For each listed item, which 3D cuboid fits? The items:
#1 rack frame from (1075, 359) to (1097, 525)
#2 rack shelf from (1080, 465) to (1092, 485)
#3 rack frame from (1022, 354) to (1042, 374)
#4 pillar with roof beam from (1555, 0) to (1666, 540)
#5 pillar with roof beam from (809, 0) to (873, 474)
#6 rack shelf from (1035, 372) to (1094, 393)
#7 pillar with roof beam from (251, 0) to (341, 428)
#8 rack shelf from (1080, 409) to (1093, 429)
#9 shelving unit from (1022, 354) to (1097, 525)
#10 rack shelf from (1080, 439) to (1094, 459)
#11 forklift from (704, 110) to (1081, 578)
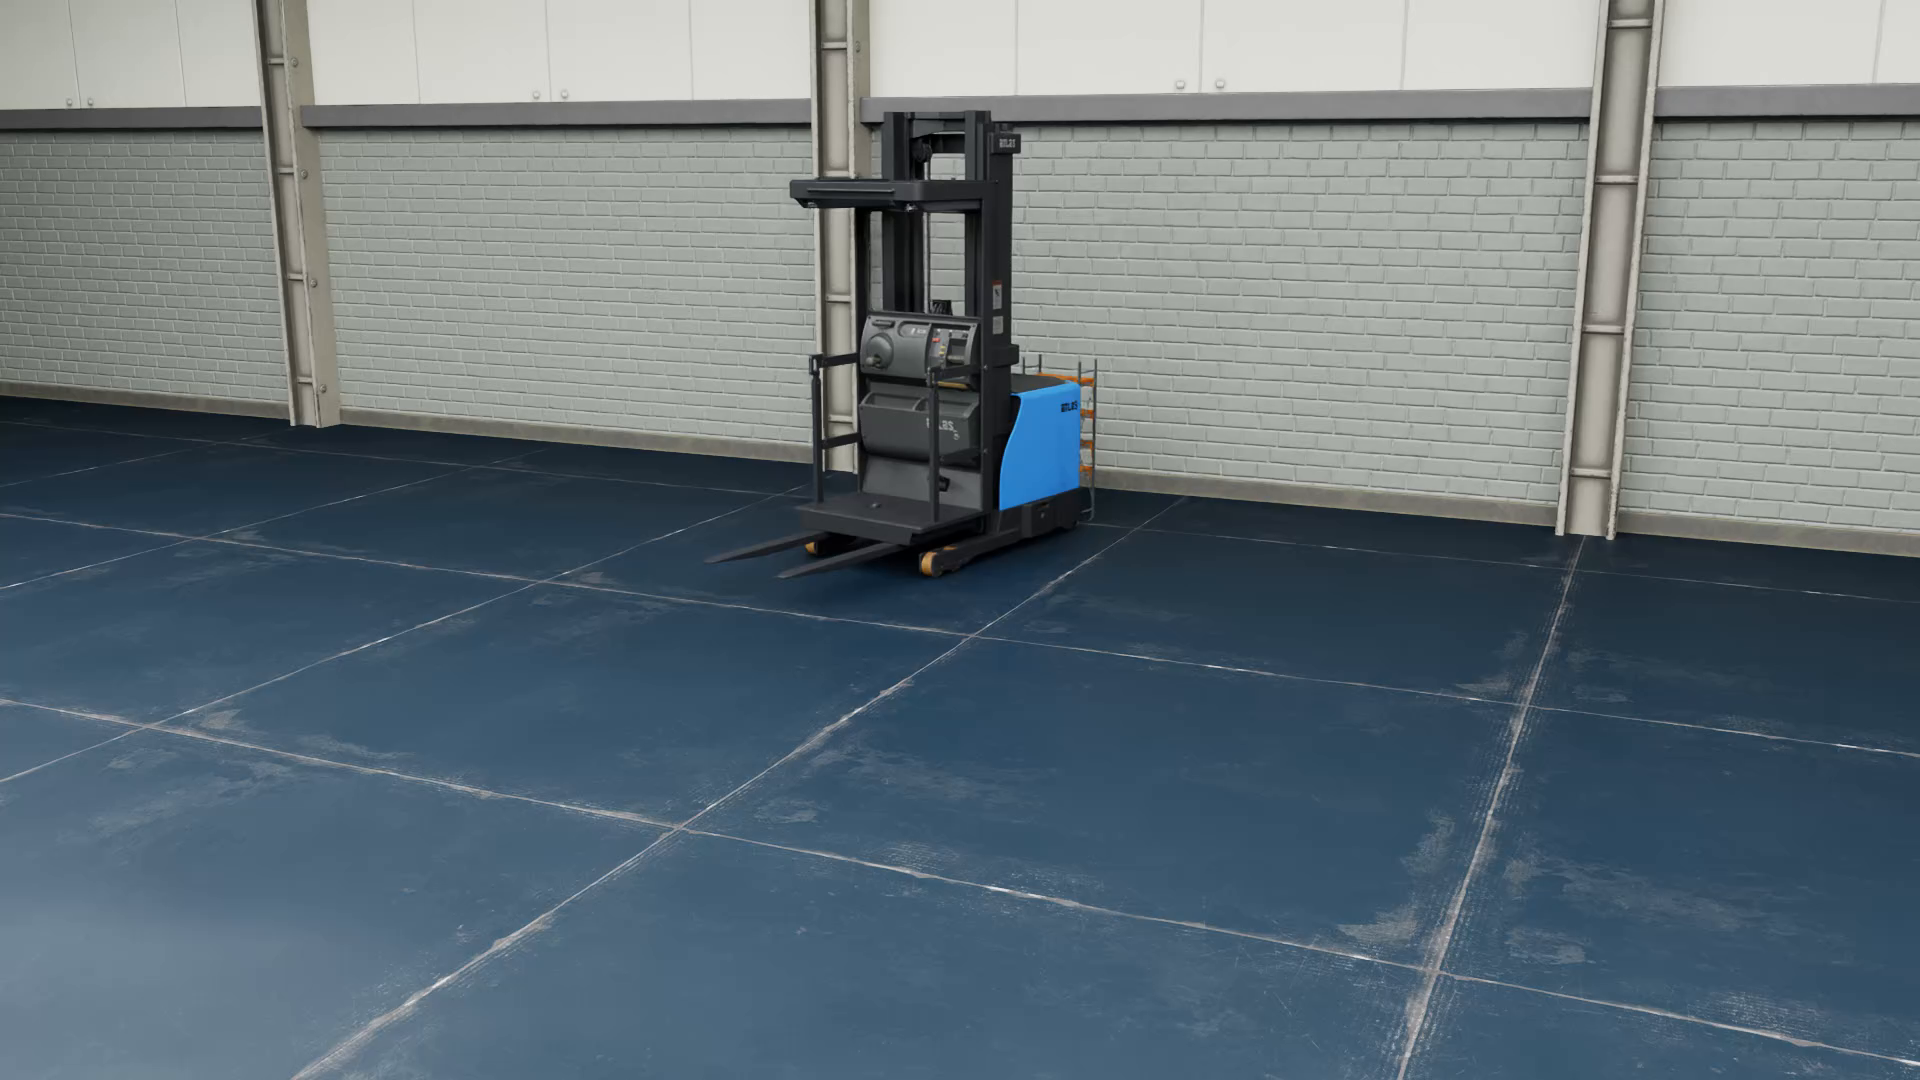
[{"bbox_3d":[0.924,-0.718,12.183,0.015,1.200,0.240,10,16,36],"label":"rack frame"},{"bbox_3d":[0.727,-0.492,12.384,0.480,0.148,0.258,10,16,36],"label":"rack shelf"},{"bbox_3d":[0.532,-0.784,12.467,0.015,1.200,0.240,10,16,36],"label":"rack frame"},{"bbox_3d":[2.765,-3.533,7.115,0.400,9.000,9.100,6,14,23],"label":"pillar with roof beam"},{"bbox_3d":[-2.721,-4.089,9.481,0.400,9.000,9.100,6,14,23],"label":"pillar with roof beam"},{"bbox_3d":[0.730,-1.134,12.237,0.480,0.148,0.258,10,16,36],"label":"rack shelf"},{"bbox_3d":[-8.207,-4.644,11.847,0.400,9.000,9.100,6,14,23],"label":"pillar with roof beam"},{"bbox_3d":[0.729,-0.903,12.290,0.480,0.148,0.258,10,16,36],"label":"rack shelf"},{"bbox_3d":[0.728,-0.751,12.325,0.503,1.200,0.258,10,16,36],"label":"shelving unit"},{"bbox_3d":[0.728,-0.685,12.340,0.480,0.148,0.258,10,16,36],"label":"rack shelf"},{"bbox_3d":[-0.404,-1.311,10.927,1.130,2.935,3.031,10,16,36],"label":"forklift"}]
